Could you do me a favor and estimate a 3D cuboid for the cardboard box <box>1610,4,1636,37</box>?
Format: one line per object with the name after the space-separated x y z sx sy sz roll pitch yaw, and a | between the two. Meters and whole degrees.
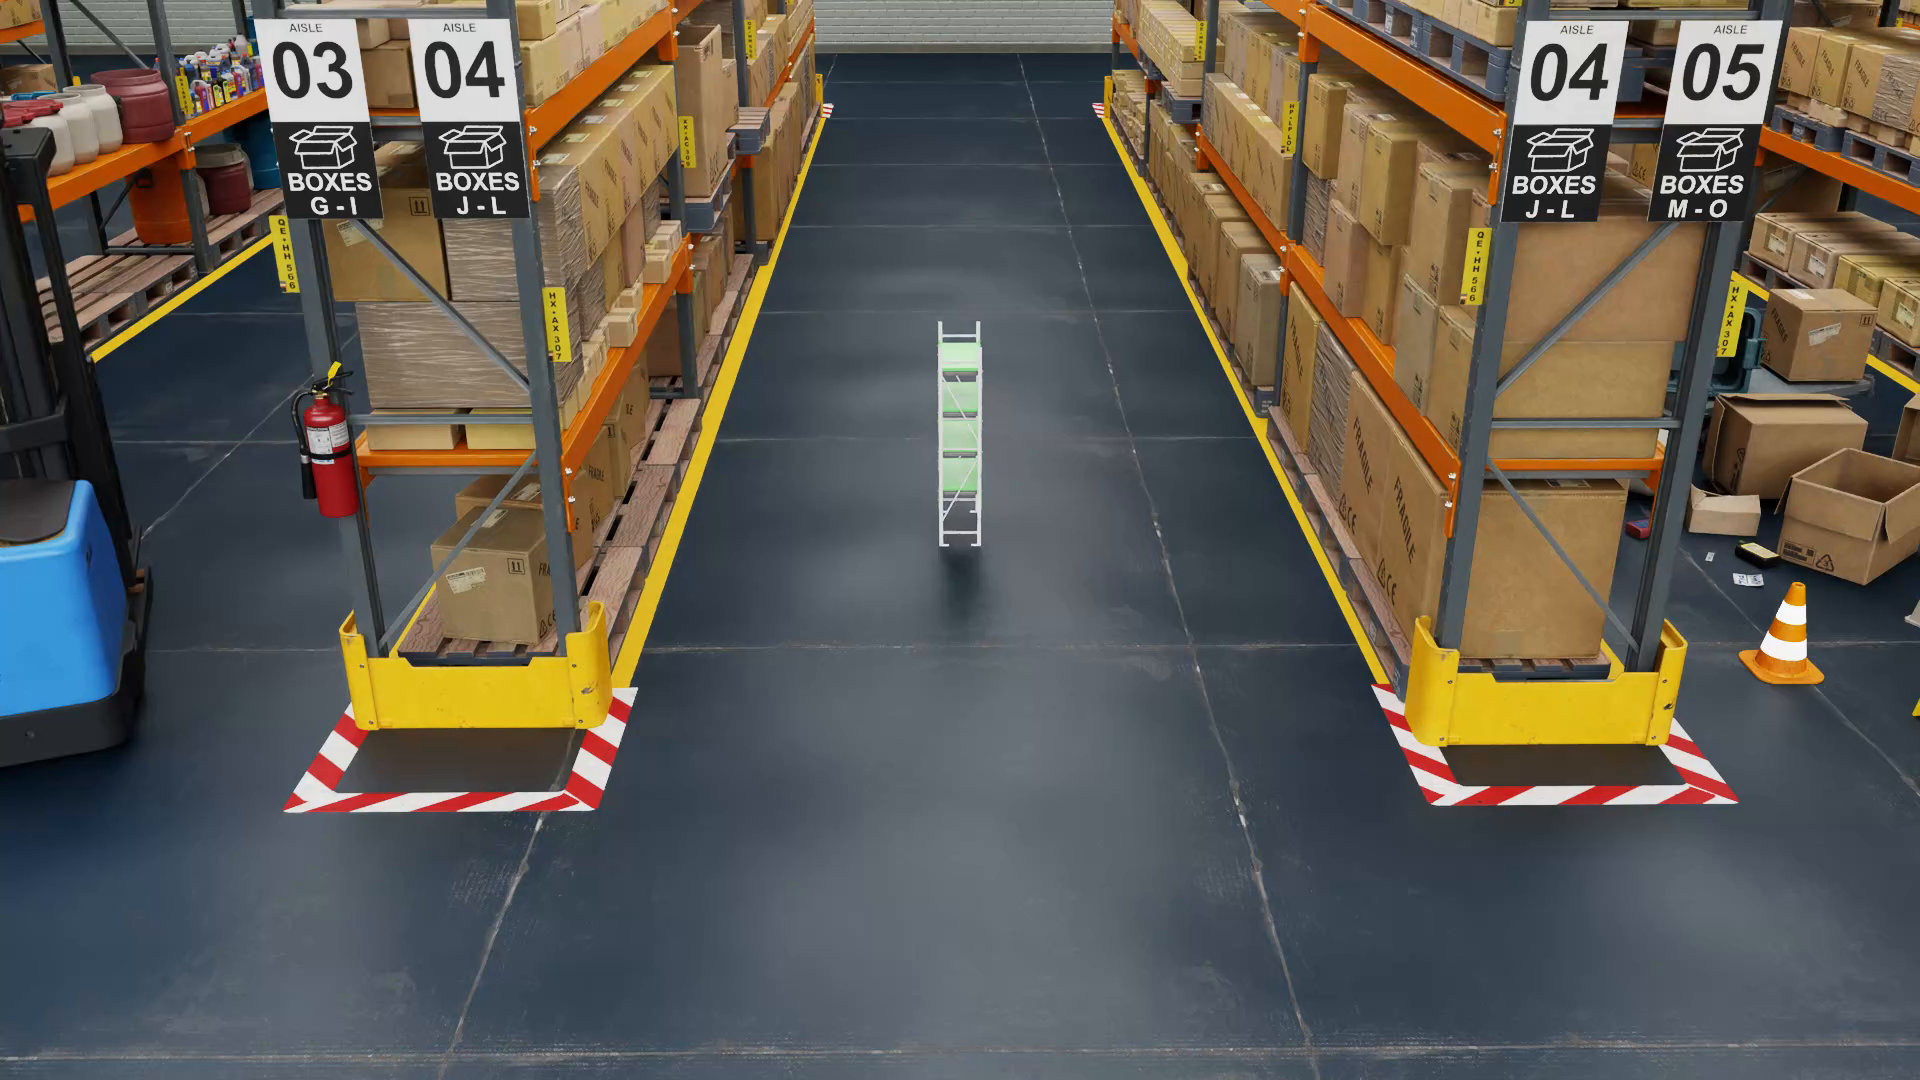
3.010 -2.237 7.091 0.380 0.149 0.250 0 24 0 | cardboard box

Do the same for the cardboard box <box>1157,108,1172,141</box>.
2.318 -4.314 17.262 0.500 0.250 0.500 0 24 1 | cardboard box

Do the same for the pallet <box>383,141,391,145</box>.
-7.410 -4.978 20.501 1.003 0.211 1.213 0 24 -1 | pallet

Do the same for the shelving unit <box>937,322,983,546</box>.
-0.002 -0.615 9.654 0.258 1.200 0.503 0 24 -1 | shelving unit

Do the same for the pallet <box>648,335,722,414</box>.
-2.317 -1.218 12.187 1.003 0.211 1.213 0 24 -1 | pallet

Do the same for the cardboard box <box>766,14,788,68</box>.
-2.116 -5.319 17.748 0.500 0.500 0.500 0 24 0 | cardboard box

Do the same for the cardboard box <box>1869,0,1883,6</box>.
12.170 -7.060 21.541 0.500 0.250 0.500 0 24 0 | cardboard box

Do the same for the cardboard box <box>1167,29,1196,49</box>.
2.136 -4.666 15.500 0.380 0.149 0.250 0 24 1 | cardboard box

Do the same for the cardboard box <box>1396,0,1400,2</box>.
2.338 -2.753 8.232 0.380 0.149 0.250 0 24 0 | cardboard box

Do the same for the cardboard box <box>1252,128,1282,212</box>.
2.375 -2.616 11.773 0.500 0.500 0.500 -1 24 -1 | cardboard box

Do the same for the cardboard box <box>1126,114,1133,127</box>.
2.238 -5.131 20.405 0.380 0.149 0.250 0 24 -1 | cardboard box

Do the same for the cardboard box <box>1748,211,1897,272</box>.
7.555 -2.622 14.586 0.950 0.372 0.625 -2 24 -4 | cardboard box

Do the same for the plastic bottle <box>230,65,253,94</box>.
-7.000 -4.489 16.185 0.152 0.276 0.135 0 24 -1 | plastic bottle

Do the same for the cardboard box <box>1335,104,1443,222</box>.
2.614 -2.108 9.277 0.875 0.550 0.550 0 24 -1 | cardboard box

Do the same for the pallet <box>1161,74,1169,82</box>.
2.547 -4.525 16.348 1.003 0.211 1.213 0 24 -1 | pallet

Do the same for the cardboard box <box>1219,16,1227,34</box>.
2.779 -5.091 16.441 0.380 0.149 0.250 -1 24 -3 | cardboard box

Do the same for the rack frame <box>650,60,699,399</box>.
-2.307 -2.168 10.903 1.000 3.000 0.127 0 24 -1 | rack frame

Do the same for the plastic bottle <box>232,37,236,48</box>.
-7.770 -5.236 17.829 0.061 0.283 0.133 0 24 -1 | plastic bottle

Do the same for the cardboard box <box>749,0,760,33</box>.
-2.361 -5.165 16.192 0.797 0.503 0.637 1 24 1 | cardboard box

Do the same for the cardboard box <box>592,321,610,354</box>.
-2.049 -1.039 8.712 0.380 0.149 0.250 0 24 -1 | cardboard box

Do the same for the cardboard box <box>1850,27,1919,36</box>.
7.841 -4.047 14.066 0.500 0.500 0.500 -1 24 -2 | cardboard box

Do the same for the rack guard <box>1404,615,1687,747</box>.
2.697 0.648 7.710 1.175 0.500 0.348 0 24 -1 | rack guard

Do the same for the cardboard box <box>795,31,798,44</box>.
-2.076 -5.799 19.236 0.380 0.149 0.250 -1 24 -2 | cardboard box

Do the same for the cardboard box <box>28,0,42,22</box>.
-12.067 -6.932 21.316 0.500 0.500 0.500 0 24 1 | cardboard box

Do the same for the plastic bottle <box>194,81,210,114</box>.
-6.943 -4.056 15.220 0.061 0.283 0.133 0 24 -1 | plastic bottle

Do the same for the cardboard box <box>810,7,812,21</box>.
-2.101 -6.746 21.330 0.380 0.149 0.250 0 24 0 | cardboard box

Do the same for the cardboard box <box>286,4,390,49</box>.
-2.579 -2.113 6.840 0.380 0.149 0.250 0 24 -1 | cardboard box

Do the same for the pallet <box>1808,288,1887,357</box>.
7.576 -1.767 13.400 1.003 0.211 1.213 0 24 -1 | pallet

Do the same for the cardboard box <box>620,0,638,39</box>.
-2.035 -2.854 8.963 0.500 0.250 0.500 0 24 -1 | cardboard box

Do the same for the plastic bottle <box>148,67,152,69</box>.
-7.747 -4.377 15.928 0.061 0.283 0.133 0 24 -1 | plastic bottle

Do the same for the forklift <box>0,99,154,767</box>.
-4.809 -0.842 8.056 1.130 2.935 3.031 -9 26 -20 | forklift

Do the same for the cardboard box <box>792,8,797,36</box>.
-2.138 -5.931 19.046 0.500 0.250 0.500 0 24 -1 | cardboard box

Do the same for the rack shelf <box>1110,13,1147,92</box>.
2.544 -5.941 20.120 1.077 0.370 4.000 0 24 -1 | rack shelf

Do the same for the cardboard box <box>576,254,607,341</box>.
-2.330 -1.339 8.589 0.875 0.500 0.500 0 24 -1 | cardboard box

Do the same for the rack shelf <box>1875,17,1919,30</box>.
12.456 -6.029 20.314 1.077 0.370 4.000 0 24 -1 | rack shelf

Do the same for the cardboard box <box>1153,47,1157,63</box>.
2.130 -4.820 16.562 0.380 0.149 0.250 -1 24 -2 | cardboard box

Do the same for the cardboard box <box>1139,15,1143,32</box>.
2.111 -5.493 17.690 0.380 0.149 0.250 0 24 0 | cardboard box

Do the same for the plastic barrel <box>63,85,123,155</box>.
-7.079 -3.422 13.540 0.421 0.512 0.421 0 24 0 | plastic barrel

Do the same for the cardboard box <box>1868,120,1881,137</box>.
7.408 -3.245 13.079 0.380 0.149 0.250 1 24 2 | cardboard box

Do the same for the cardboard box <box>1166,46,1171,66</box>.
2.137 -4.532 15.565 0.380 0.149 0.250 0 24 0 | cardboard box

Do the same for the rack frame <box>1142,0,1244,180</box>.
2.566 -5.445 18.149 1.000 3.000 0.127 0 24 -1 | rack frame

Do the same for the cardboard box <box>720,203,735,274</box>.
-2.324 -2.602 14.362 0.700 0.500 0.500 -2 24 -3 | cardboard box

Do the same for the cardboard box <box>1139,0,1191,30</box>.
2.278 -5.824 18.505 0.500 0.500 0.500 0 24 0 | cardboard box

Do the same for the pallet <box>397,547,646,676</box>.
-2.238 0.385 8.643 1.003 0.211 1.213 0 24 -1 | pallet

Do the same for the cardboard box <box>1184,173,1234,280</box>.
2.527 -2.712 14.326 1.050 0.750 0.750 -1 24 -1 | cardboard box

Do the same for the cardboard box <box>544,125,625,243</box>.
-2.002 -1.796 8.386 0.500 0.500 0.500 0 24 -1 | cardboard box

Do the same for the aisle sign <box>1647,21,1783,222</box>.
2.998 -1.657 6.619 0.394 0.787 0.004 0 24 -1 | aisle sign

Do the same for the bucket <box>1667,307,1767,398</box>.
4.960 -1.304 11.121 0.726 0.611 0.620 8 16 18 | bucket

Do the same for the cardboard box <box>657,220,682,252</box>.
-2.011 -1.966 10.762 0.380 0.149 0.250 0 24 -1 | cardboard box

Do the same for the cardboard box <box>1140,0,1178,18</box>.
2.111 -5.629 17.629 0.380 0.149 0.250 1 24 2 | cardboard box

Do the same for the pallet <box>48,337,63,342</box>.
-7.307 -1.199 12.144 1.003 0.211 1.213 0 24 -1 | pallet

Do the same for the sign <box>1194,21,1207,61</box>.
2.067 -4.282 14.269 0.100 0.325 0.005 0 24 -1 | sign

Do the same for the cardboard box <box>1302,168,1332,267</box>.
2.669 -2.065 10.494 0.875 0.550 0.550 0 24 -1 | cardboard box

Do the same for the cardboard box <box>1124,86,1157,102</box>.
2.223 -5.497 20.493 0.380 0.149 0.250 0 24 0 | cardboard box
